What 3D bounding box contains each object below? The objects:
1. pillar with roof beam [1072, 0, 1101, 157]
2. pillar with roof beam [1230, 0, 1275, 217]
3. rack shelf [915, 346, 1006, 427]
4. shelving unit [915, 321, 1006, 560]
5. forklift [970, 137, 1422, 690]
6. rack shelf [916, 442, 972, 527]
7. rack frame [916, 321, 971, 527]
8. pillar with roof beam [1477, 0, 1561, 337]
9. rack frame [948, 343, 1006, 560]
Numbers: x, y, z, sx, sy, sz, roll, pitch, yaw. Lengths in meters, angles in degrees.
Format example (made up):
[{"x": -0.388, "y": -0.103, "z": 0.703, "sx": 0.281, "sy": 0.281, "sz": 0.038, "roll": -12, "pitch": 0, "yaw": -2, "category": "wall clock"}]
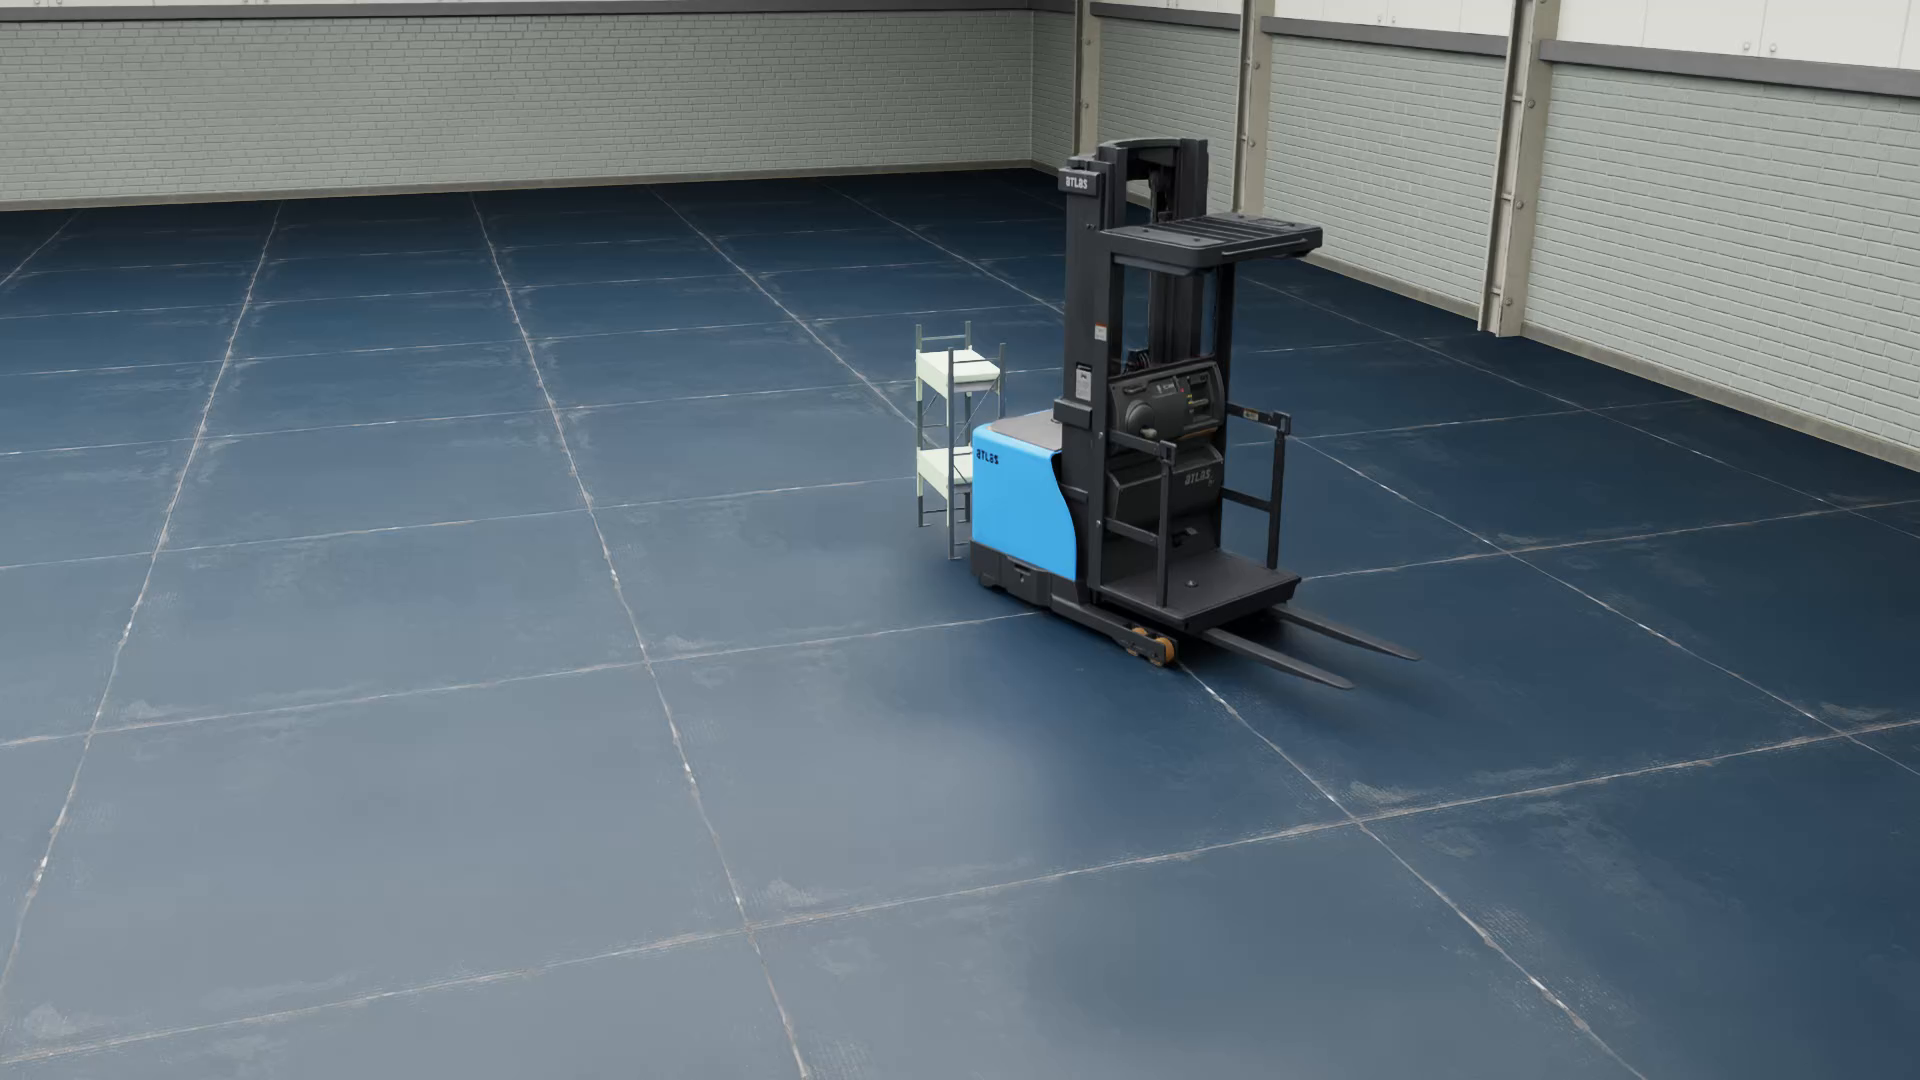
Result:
[{"x": -1.931, "y": -9.908, "z": 26.190, "sx": 9.100, "sy": 9.000, "sz": 0.400, "roll": -6, "pitch": 21, "yaw": -17, "category": "pillar with roof beam"}, {"x": -0.046, "y": -7.983, "z": 20.829, "sx": 9.100, "sy": 9.000, "sz": 0.400, "roll": -6, "pitch": 21, "yaw": -17, "category": "pillar with roof beam"}, {"x": -0.002, "y": -1.075, "z": 11.537, "sx": 0.431, "sy": 0.370, "sz": 0.720, "roll": -6, "pitch": 21, "yaw": -17, "category": "rack shelf"}, {"x": -0.002, "y": -0.708, "z": 11.669, "sx": 0.431, "sy": 1.500, "sz": 0.755, "roll": -6, "pitch": 21, "yaw": -17, "category": "shelving unit"}, {"x": 1.392, "y": -0.827, "z": 9.883, "sx": 1.130, "sy": 2.935, "sz": 3.031, "roll": -16, "pitch": 25, "yaw": -37, "category": "forklift"}, {"x": -0.002, "y": -0.401, "z": 11.779, "sx": 0.431, "sy": 0.370, "sz": 0.720, "roll": -6, "pitch": 21, "yaw": -17, "category": "rack shelf"}, {"x": -0.117, "y": -0.825, "z": 11.996, "sx": 0.400, "sy": 1.500, "sz": 0.023, "roll": -6, "pitch": 21, "yaw": -17, "category": "rack frame"}, {"x": 1.840, "y": -6.057, "z": 15.468, "sx": 9.100, "sy": 9.000, "sz": 0.400, "roll": -6, "pitch": 21, "yaw": -17, "category": "pillar with roof beam"}, {"x": 0.113, "y": -0.591, "z": 11.342, "sx": 0.400, "sy": 1.500, "sz": 0.023, "roll": -6, "pitch": 21, "yaw": -17, "category": "rack frame"}]
